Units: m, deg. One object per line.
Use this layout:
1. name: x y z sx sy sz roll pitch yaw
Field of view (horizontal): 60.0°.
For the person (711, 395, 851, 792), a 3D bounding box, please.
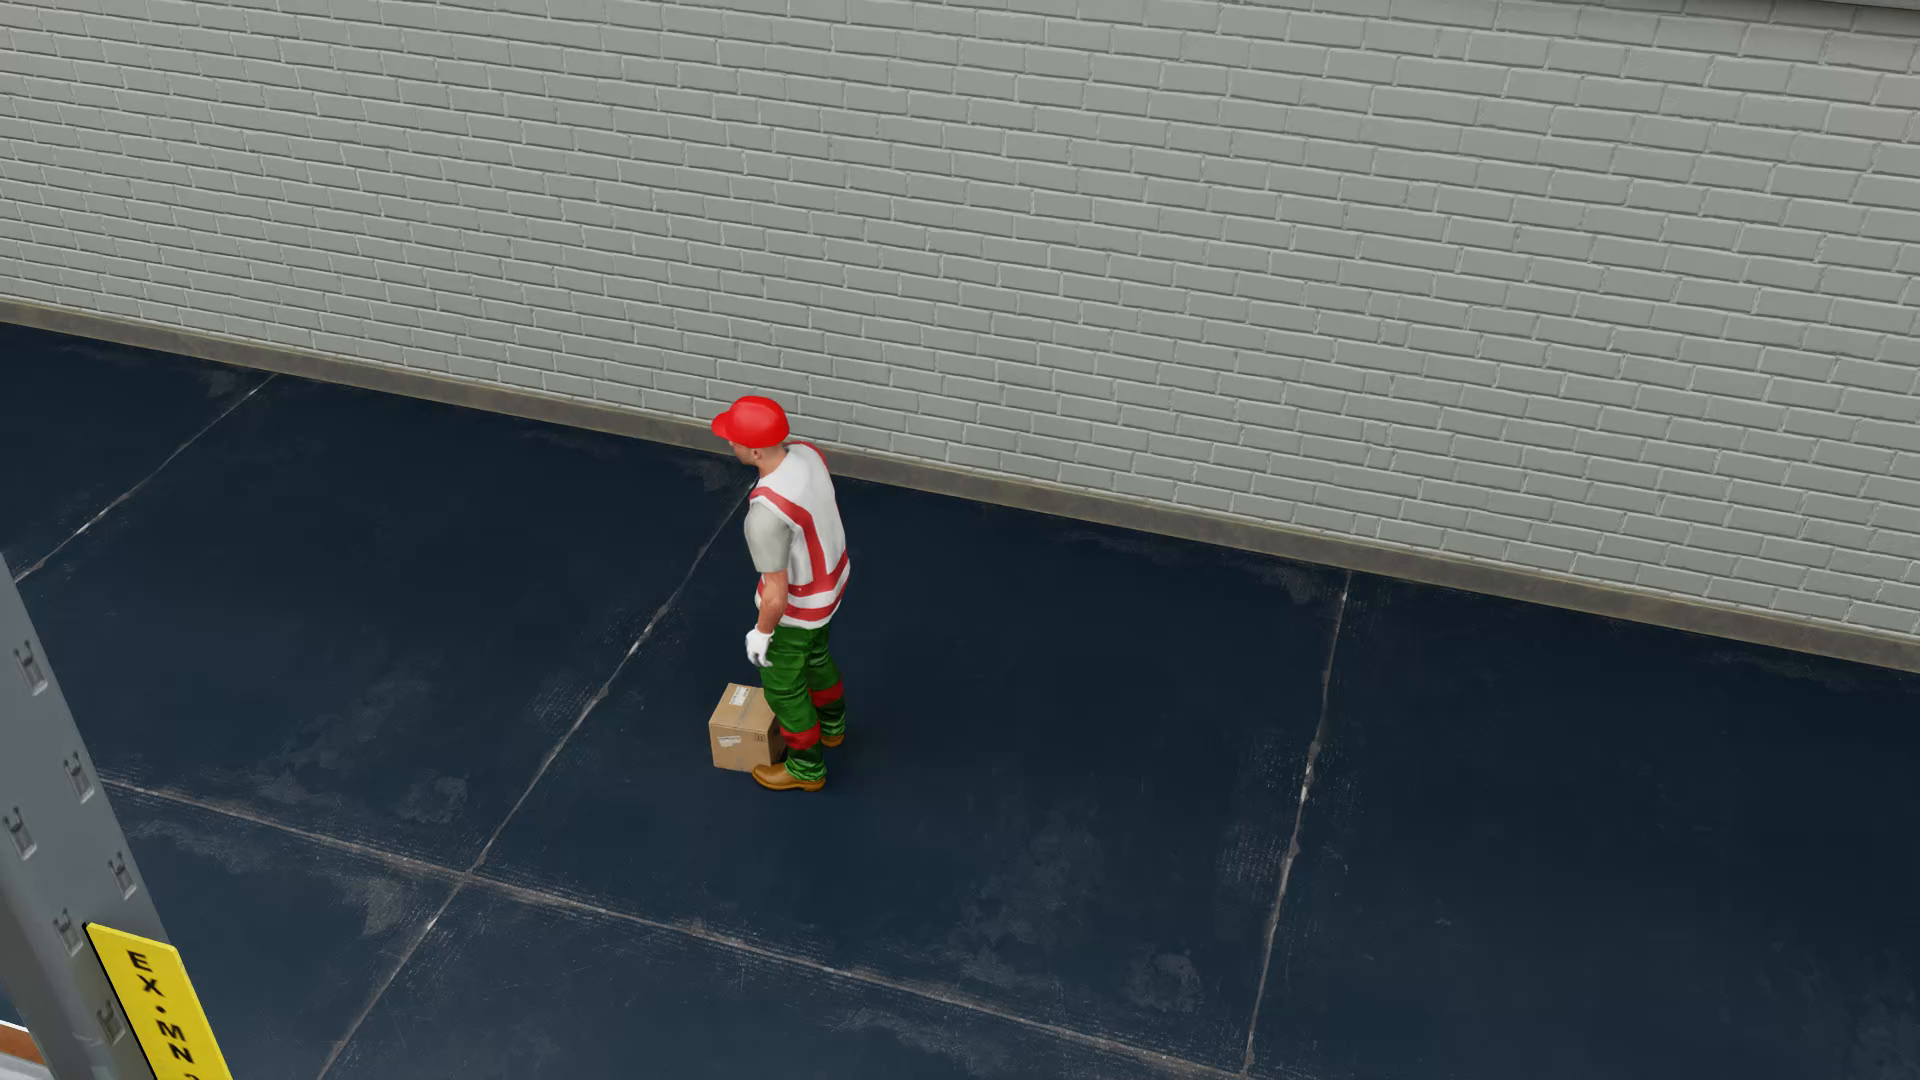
1. person: -0.655 0.215 6.349 0.454 1.779 0.620 10 38 13
